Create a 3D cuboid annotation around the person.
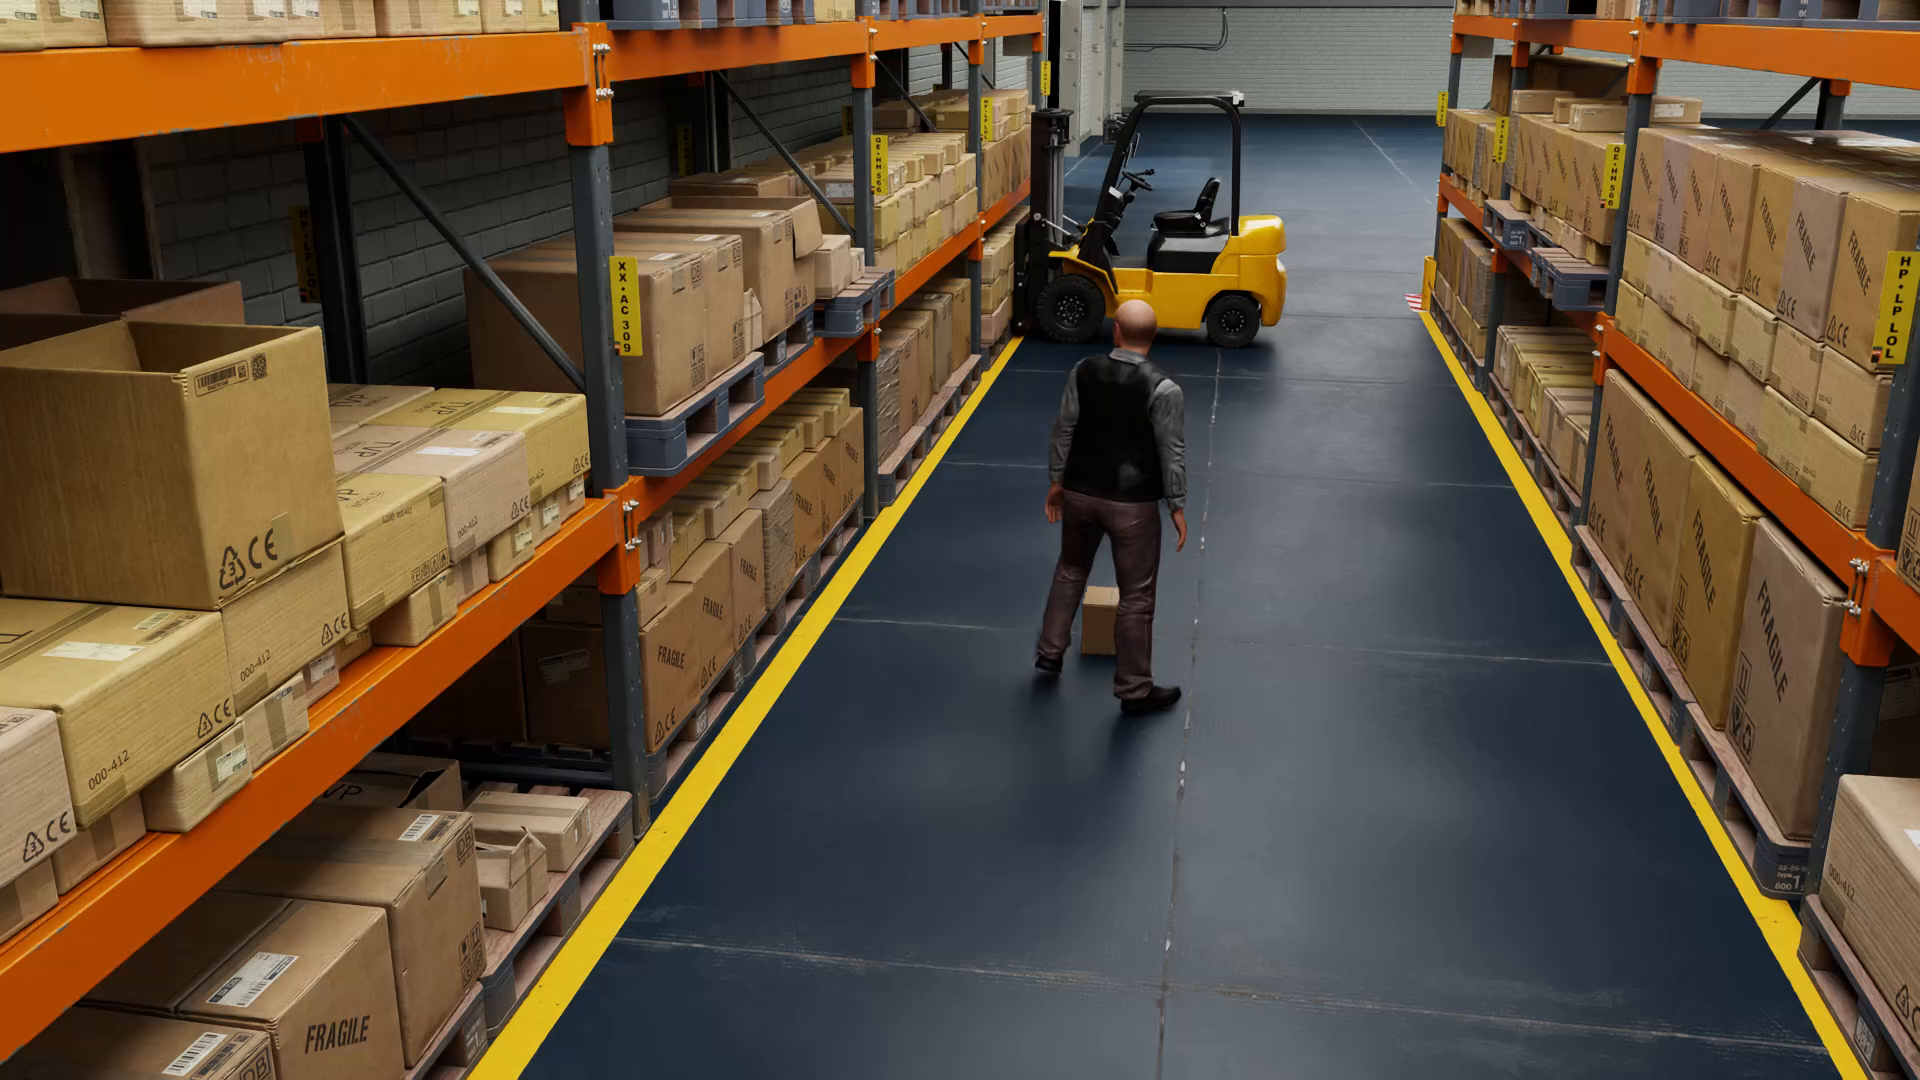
[{"bbox_3d":[0.623,-0.158,7.049,0.719,1.723,0.375,13,22,35],"label":"person"}]
